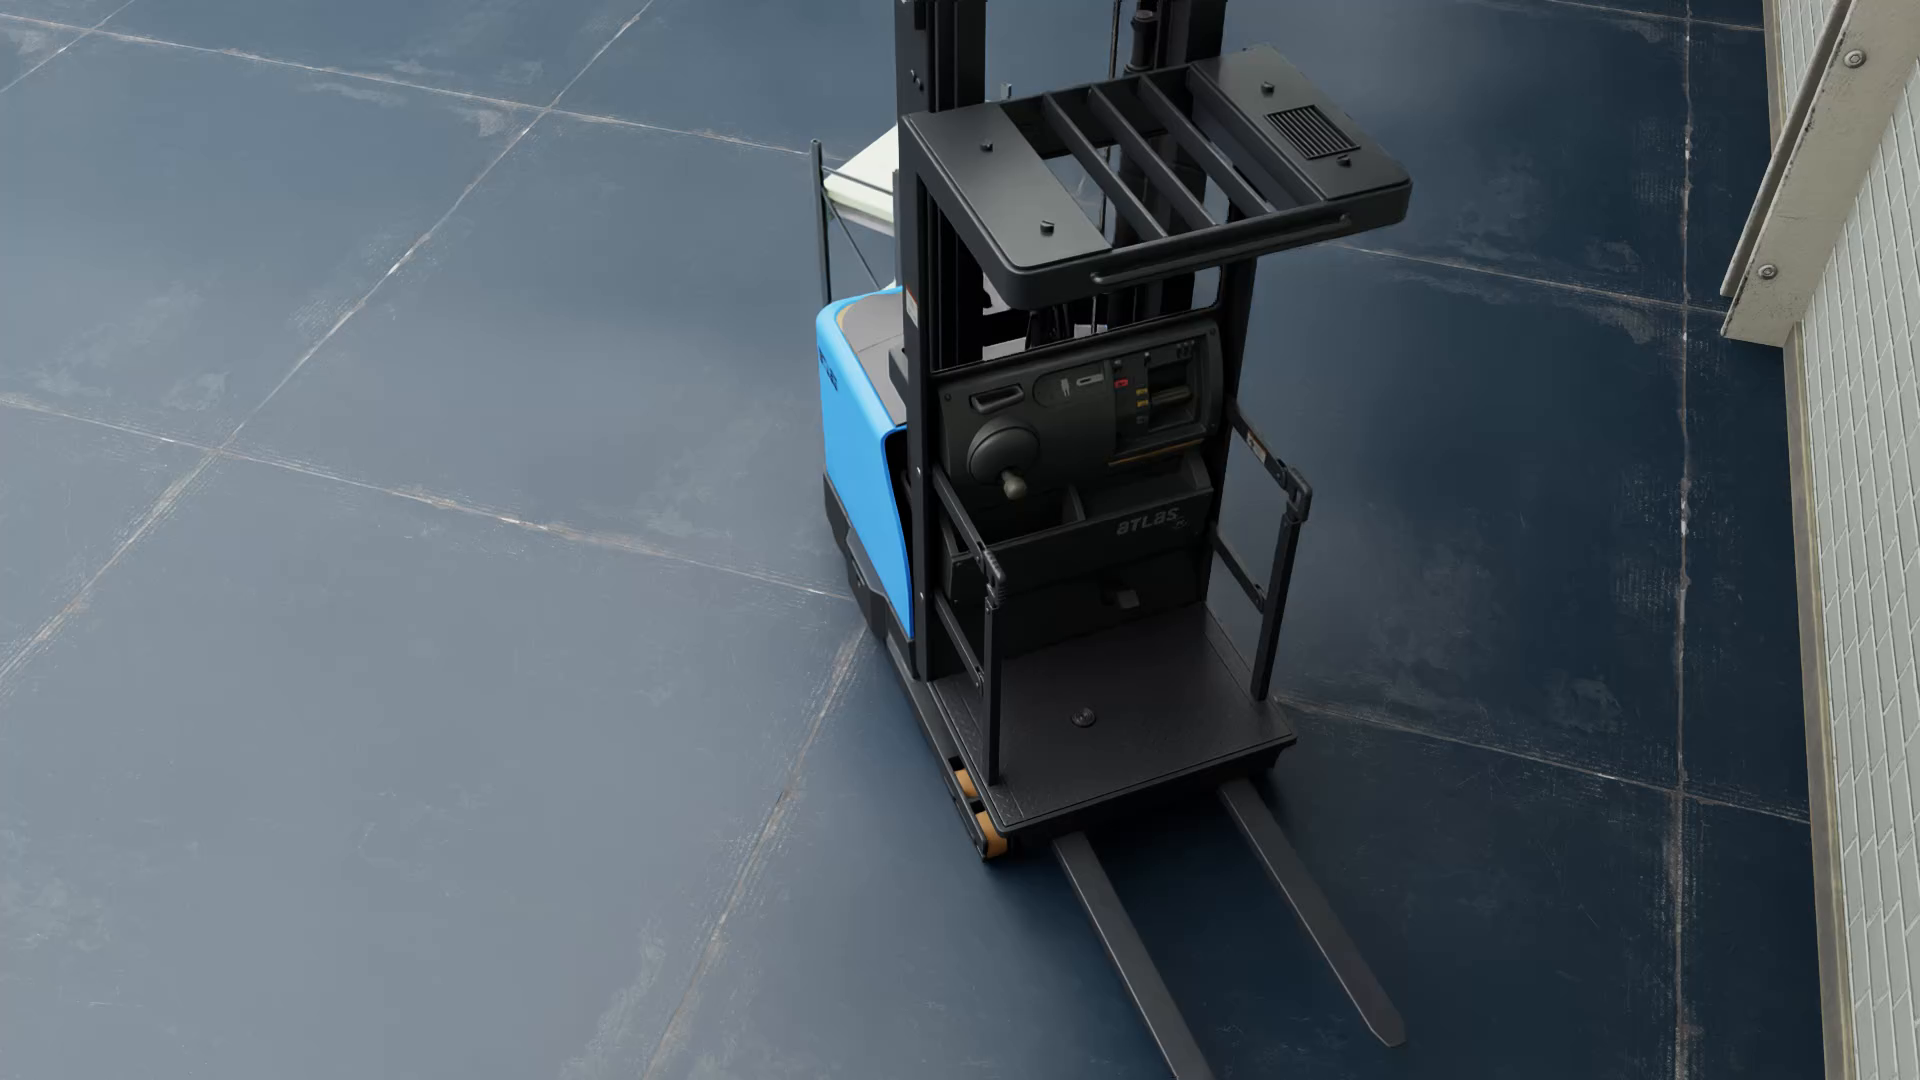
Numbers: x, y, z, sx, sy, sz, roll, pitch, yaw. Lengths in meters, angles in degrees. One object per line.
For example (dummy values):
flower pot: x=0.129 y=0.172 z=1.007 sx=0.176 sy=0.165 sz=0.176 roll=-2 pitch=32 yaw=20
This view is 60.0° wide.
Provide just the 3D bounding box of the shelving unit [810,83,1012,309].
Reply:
shelving unit: x=-0.175 y=-1.070 z=6.771 sx=0.431 sy=1.500 sz=0.755 roll=25 pitch=50 yaw=23

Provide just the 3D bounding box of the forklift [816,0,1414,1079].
forklift: x=0.462 y=-0.306 z=4.968 sx=1.130 sy=2.935 sz=3.031 roll=-15 pitch=46 yaw=-15

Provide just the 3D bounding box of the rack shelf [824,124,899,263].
rack shelf: x=-0.175 y=-1.349 z=6.498 sx=0.431 sy=0.370 sz=0.720 roll=25 pitch=50 yaw=23

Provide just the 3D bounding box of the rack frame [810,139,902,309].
rack frame: x=-0.377 y=-0.856 z=6.553 sx=0.400 sy=1.500 sz=0.023 roll=25 pitch=50 yaw=23

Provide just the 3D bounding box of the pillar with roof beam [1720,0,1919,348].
pillar with roof beam: x=-0.365 y=-5.172 z=5.601 sx=9.100 sy=9.000 sz=0.400 roll=13 pitch=46 yaw=13

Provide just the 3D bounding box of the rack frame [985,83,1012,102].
rack frame: x=0.026 y=-1.284 z=6.990 sx=0.400 sy=1.500 sz=0.023 roll=25 pitch=50 yaw=23

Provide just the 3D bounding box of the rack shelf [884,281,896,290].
rack shelf: x=-0.175 y=-0.837 z=6.999 sx=0.431 sy=0.370 sz=0.720 roll=25 pitch=50 yaw=23
